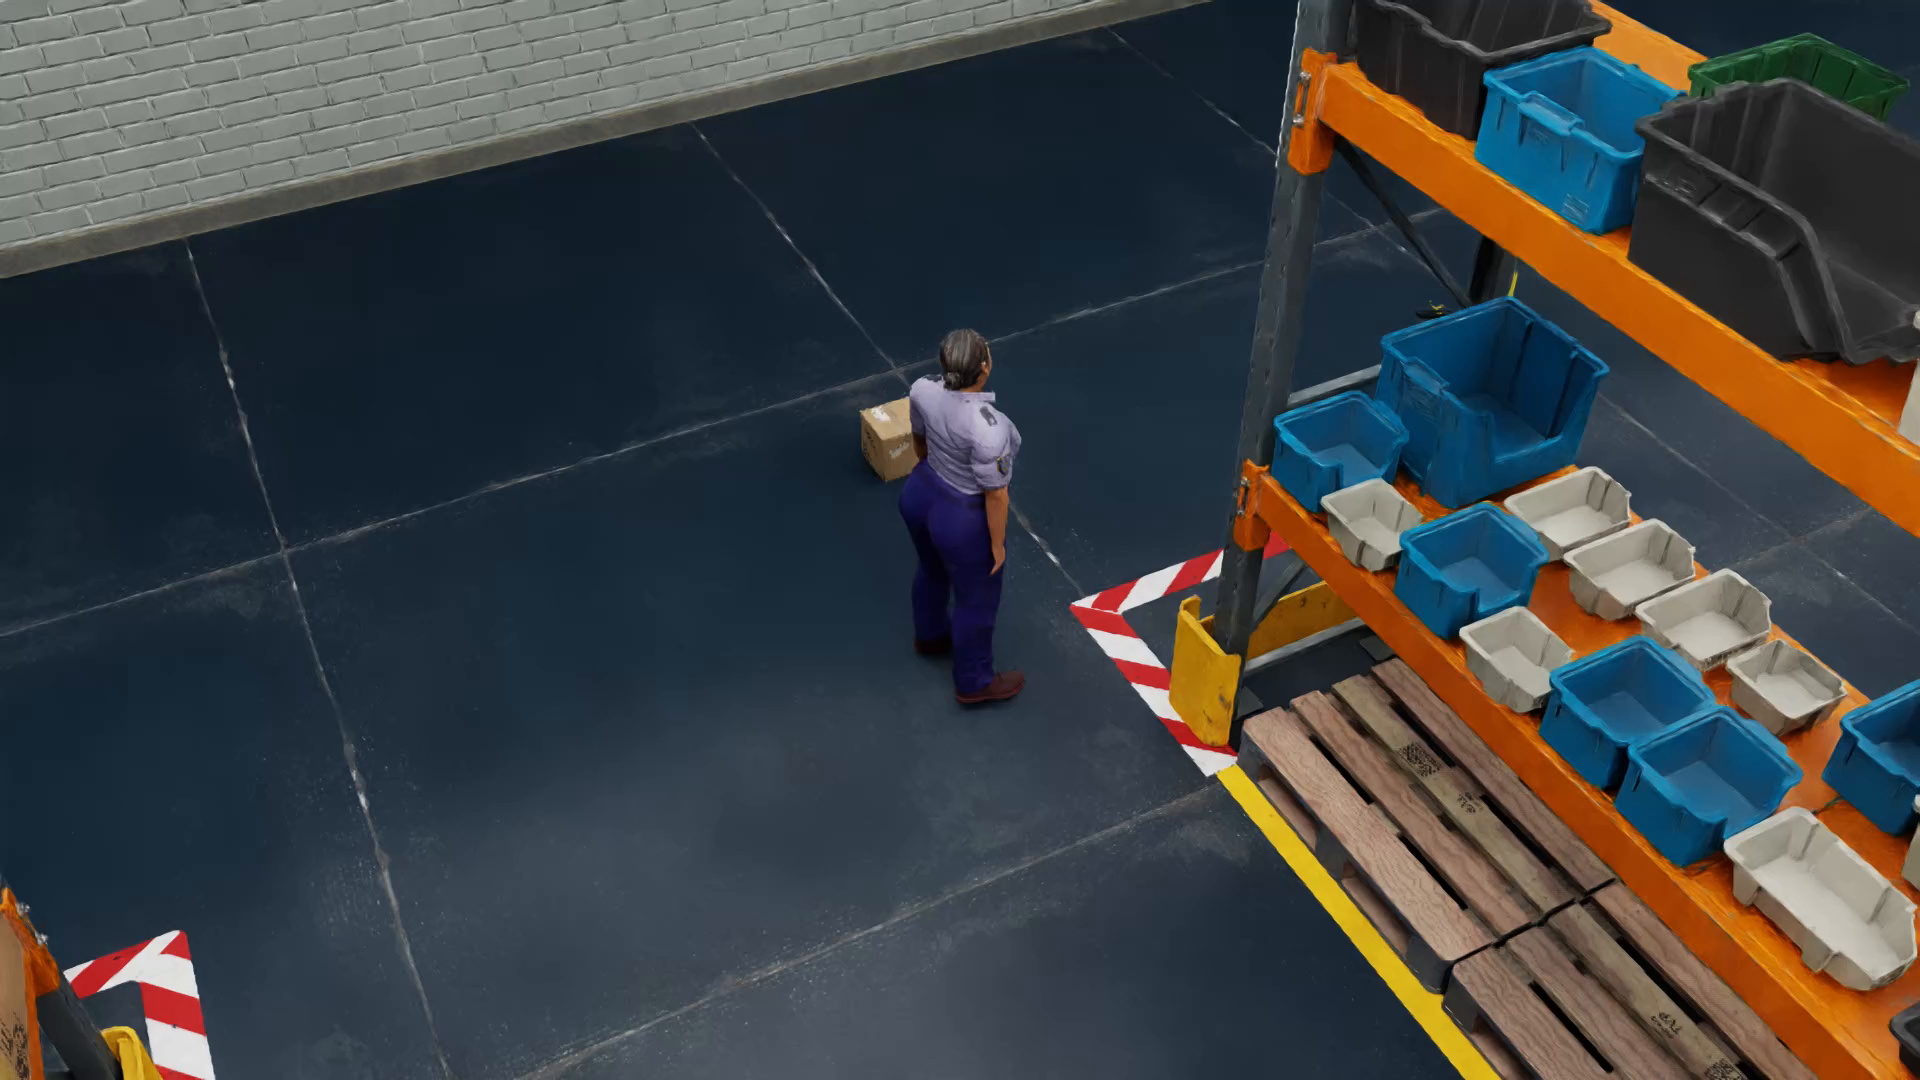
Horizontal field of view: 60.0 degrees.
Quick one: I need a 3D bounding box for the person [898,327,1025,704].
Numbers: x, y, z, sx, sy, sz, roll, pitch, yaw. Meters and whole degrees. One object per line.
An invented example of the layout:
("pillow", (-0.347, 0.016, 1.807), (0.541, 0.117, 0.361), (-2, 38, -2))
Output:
("person", (0.003, -0.102, 6.254), (0.372, 1.658, 0.530), (-30, 49, -29))
